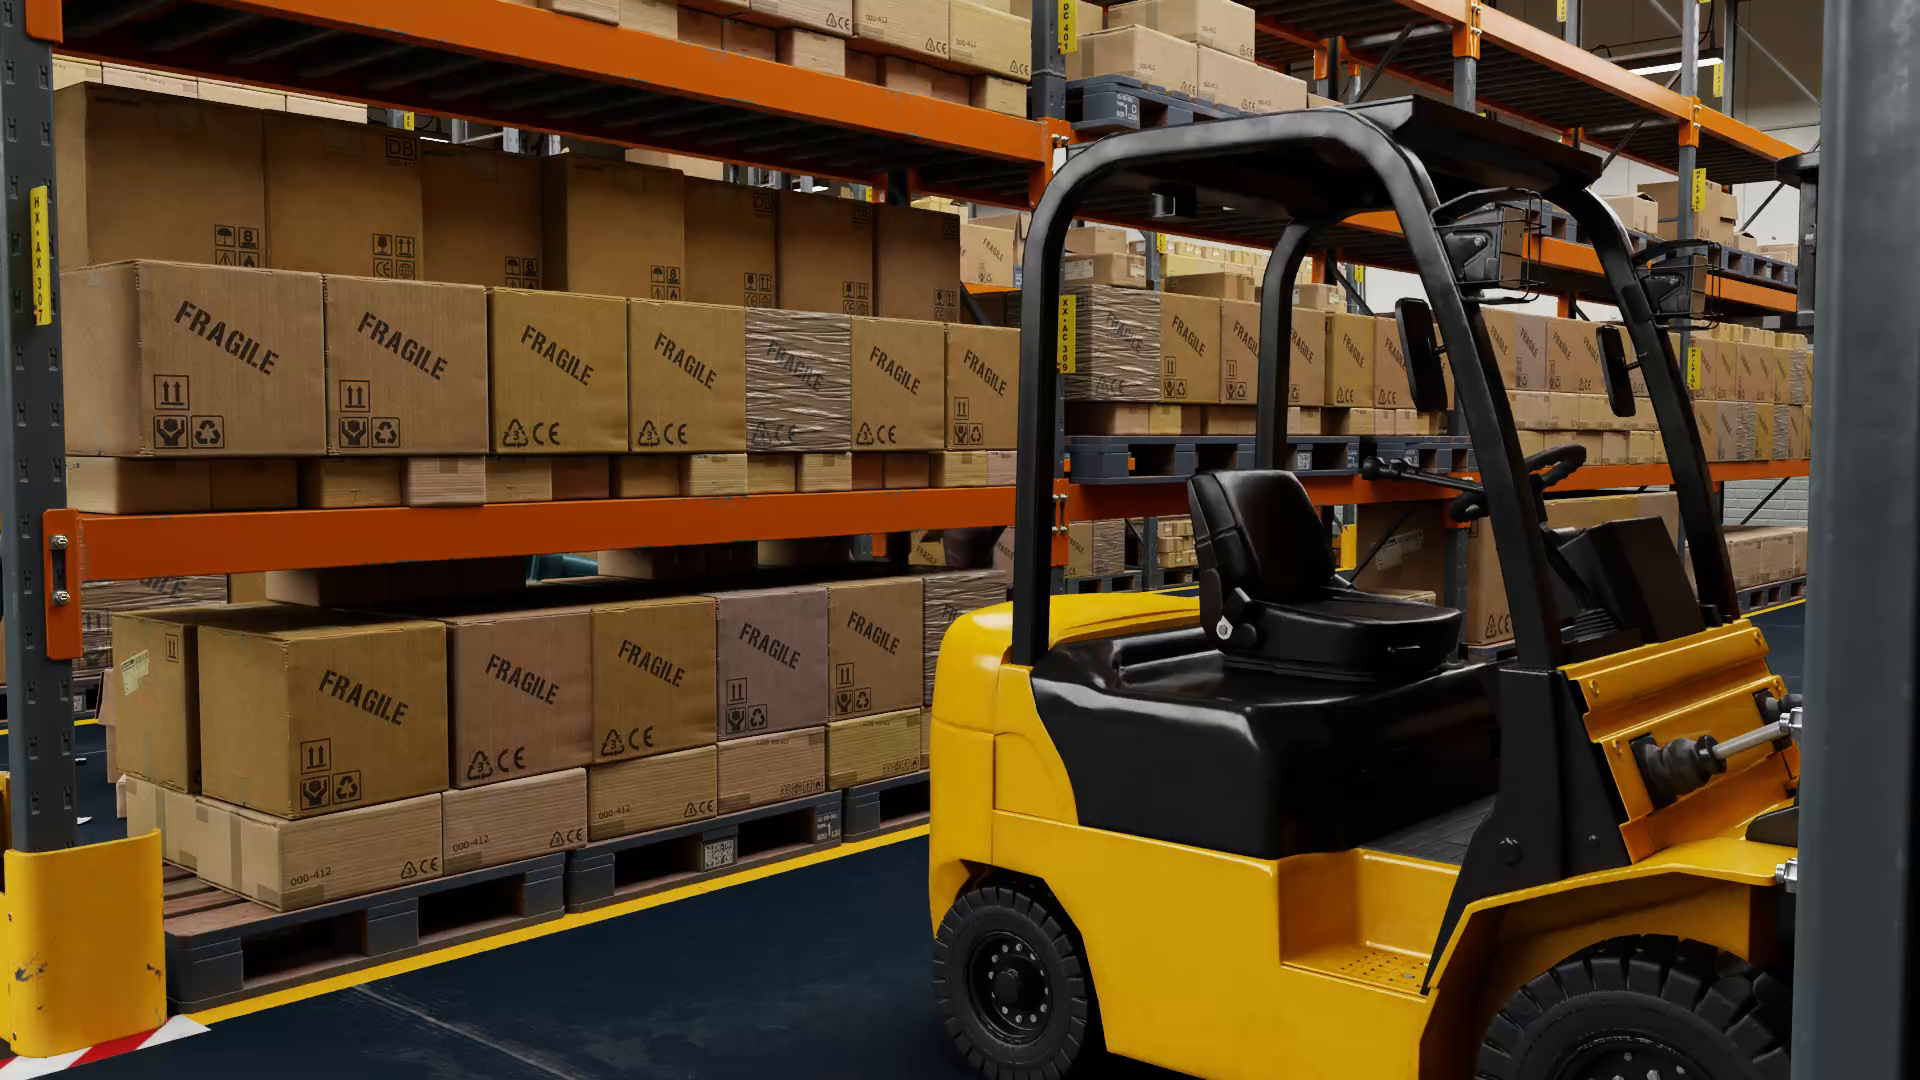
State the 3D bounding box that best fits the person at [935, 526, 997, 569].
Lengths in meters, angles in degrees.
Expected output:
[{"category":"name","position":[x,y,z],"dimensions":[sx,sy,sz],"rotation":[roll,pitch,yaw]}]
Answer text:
[{"category":"person","position":[0.035,-0.102,12.037],"dimensions":[0.516,1.726,0.521],"rotation":[-2,4,-34]}]
